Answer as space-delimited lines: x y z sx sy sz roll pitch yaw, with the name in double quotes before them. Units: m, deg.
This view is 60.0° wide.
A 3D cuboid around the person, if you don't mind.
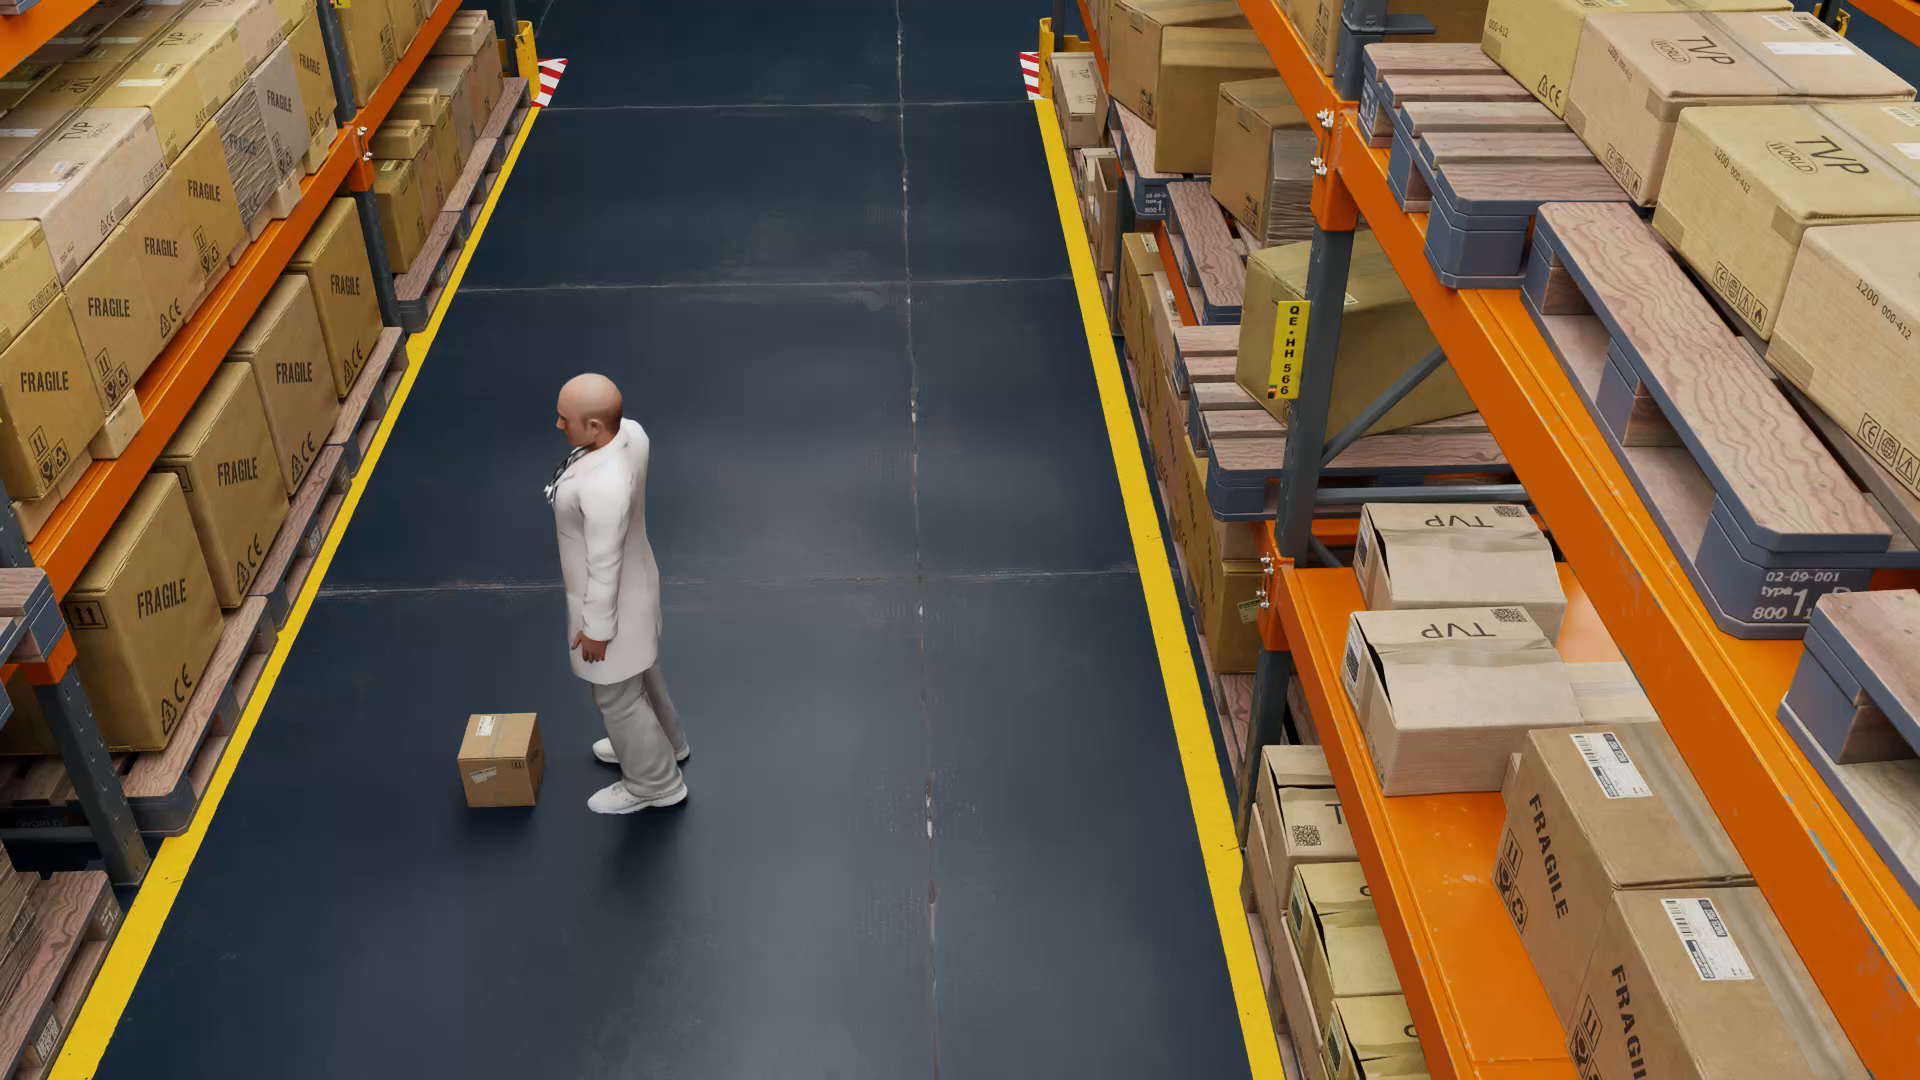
"person" -1.230 0.209 5.877 0.395 1.793 0.563 -1 35 -1
